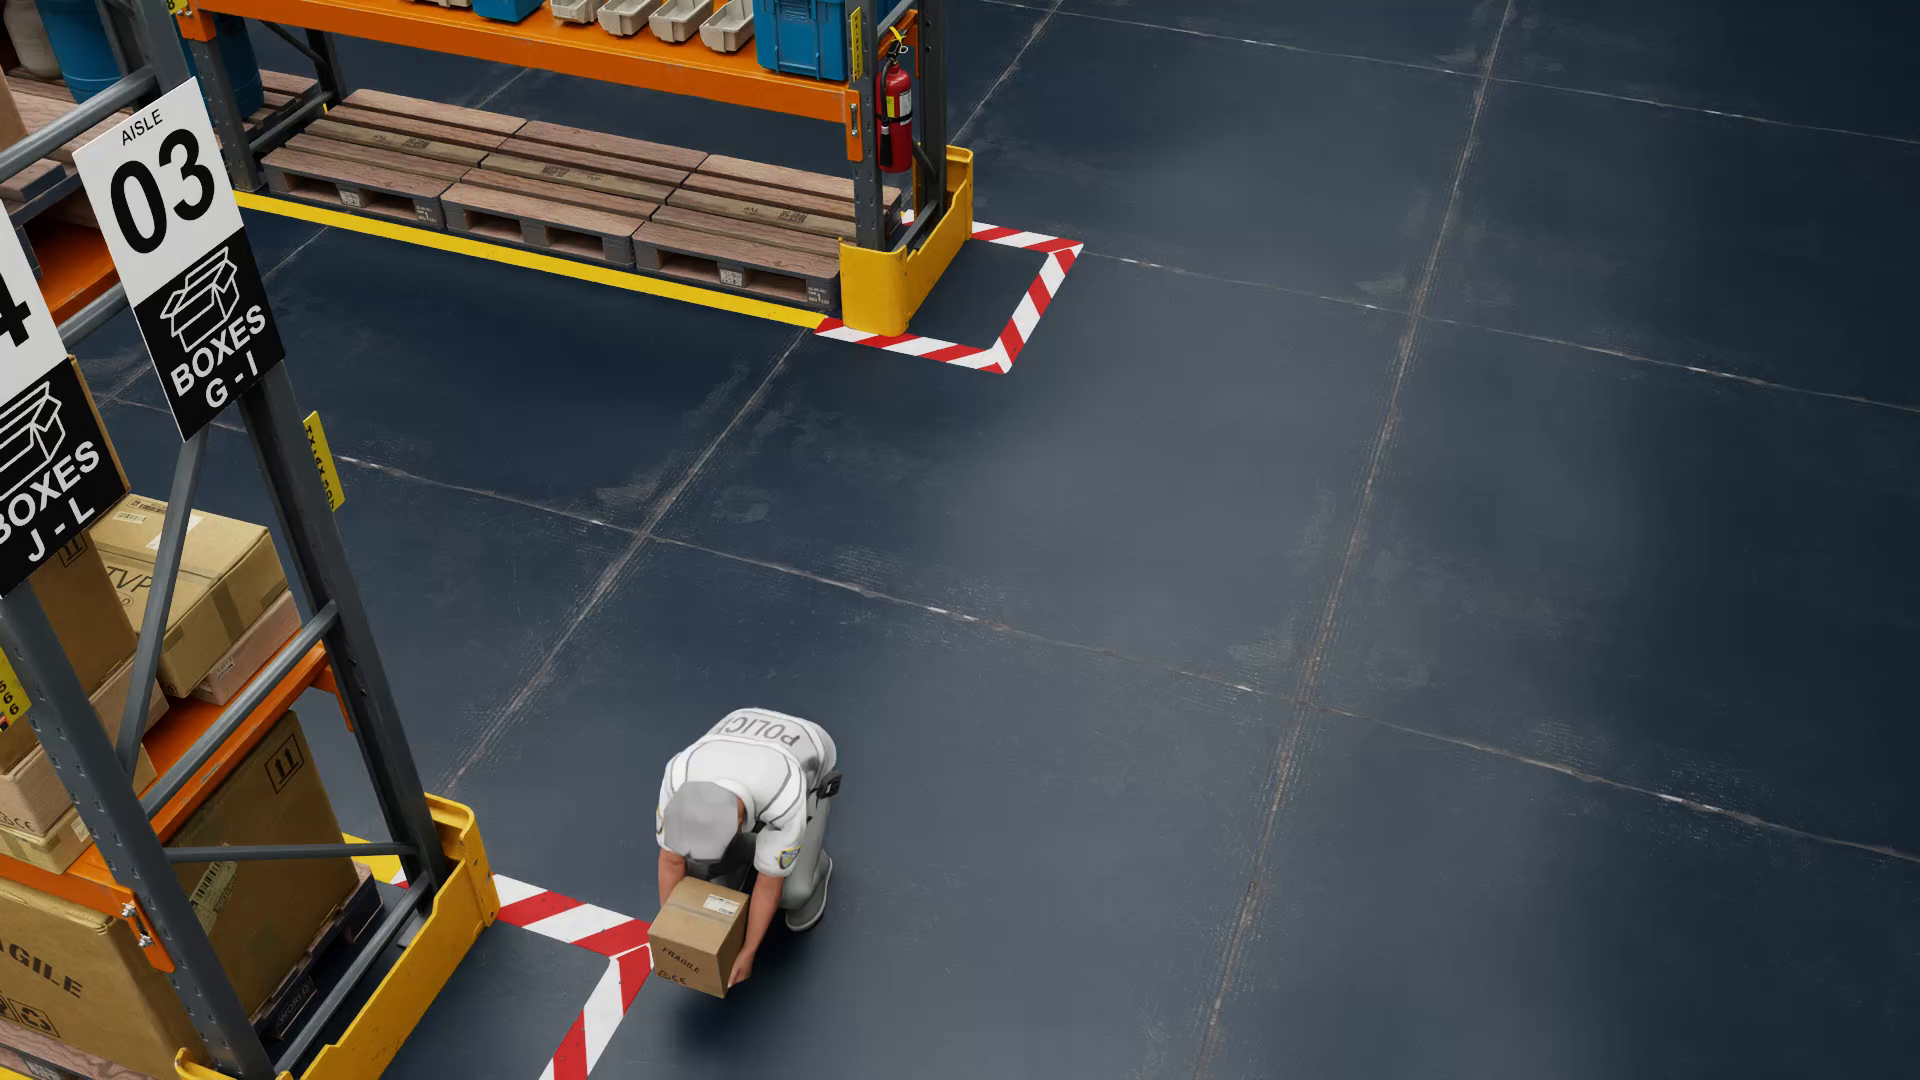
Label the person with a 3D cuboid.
[{"bbox_3d":[-0.721,0.959,5.622,0.534,1.026,0.918,13,43,14],"label":"person"}]
